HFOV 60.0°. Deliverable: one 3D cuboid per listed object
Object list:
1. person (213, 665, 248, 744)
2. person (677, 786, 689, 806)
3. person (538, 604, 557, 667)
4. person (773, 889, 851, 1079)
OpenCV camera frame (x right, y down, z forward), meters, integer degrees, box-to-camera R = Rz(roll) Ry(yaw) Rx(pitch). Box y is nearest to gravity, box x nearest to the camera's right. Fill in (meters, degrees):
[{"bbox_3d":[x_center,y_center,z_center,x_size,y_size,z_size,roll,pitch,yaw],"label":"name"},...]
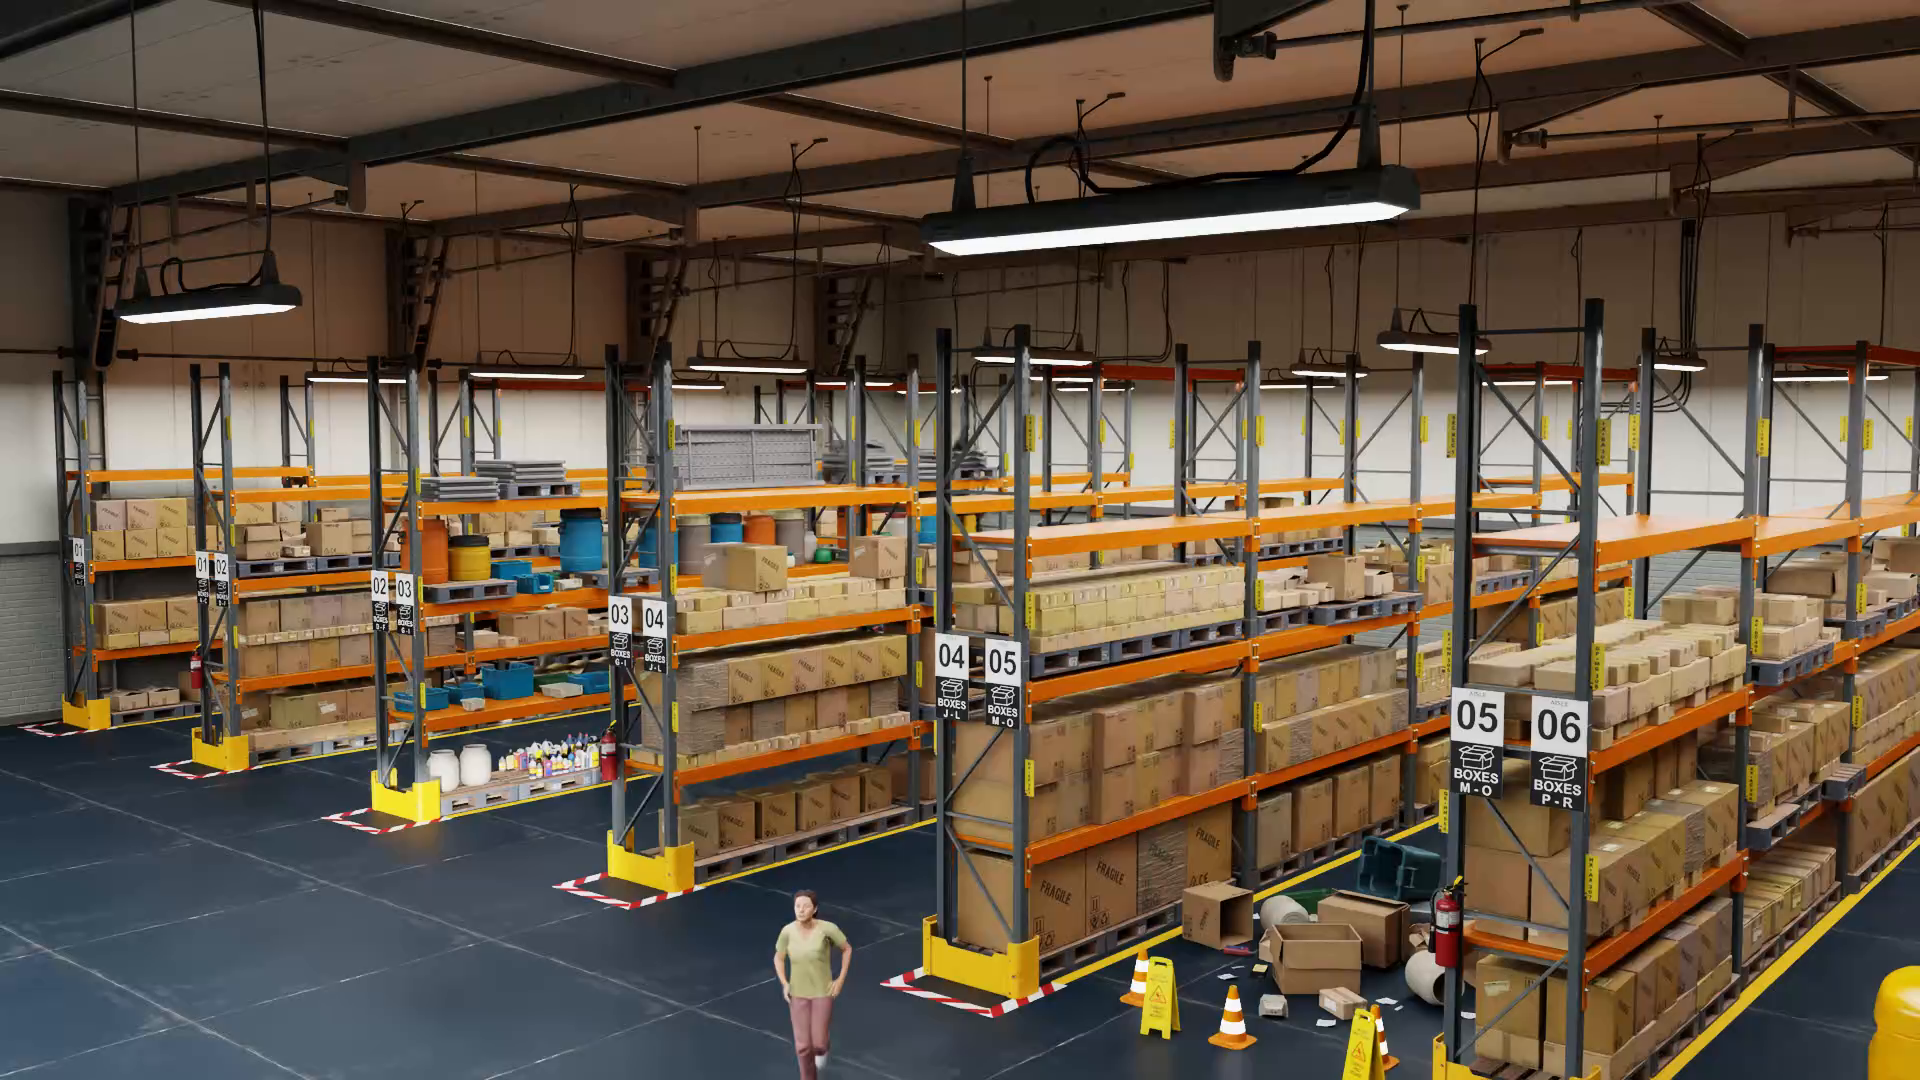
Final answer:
[{"bbox_3d":[-11.536,2.343,26.645,0.707,1.798,1.049,2,5,30],"label":"person"},{"bbox_3d":[-3.619,2.771,21.153,0.643,1.804,0.676,2,5,28],"label":"person"},{"bbox_3d":[-7.755,2.031,31.298,0.676,1.741,0.971,3,5,40],"label":"person"},{"bbox_3d":[-1.123,3.443,12.660,0.586,1.640,0.623,0,4,6],"label":"person"}]
